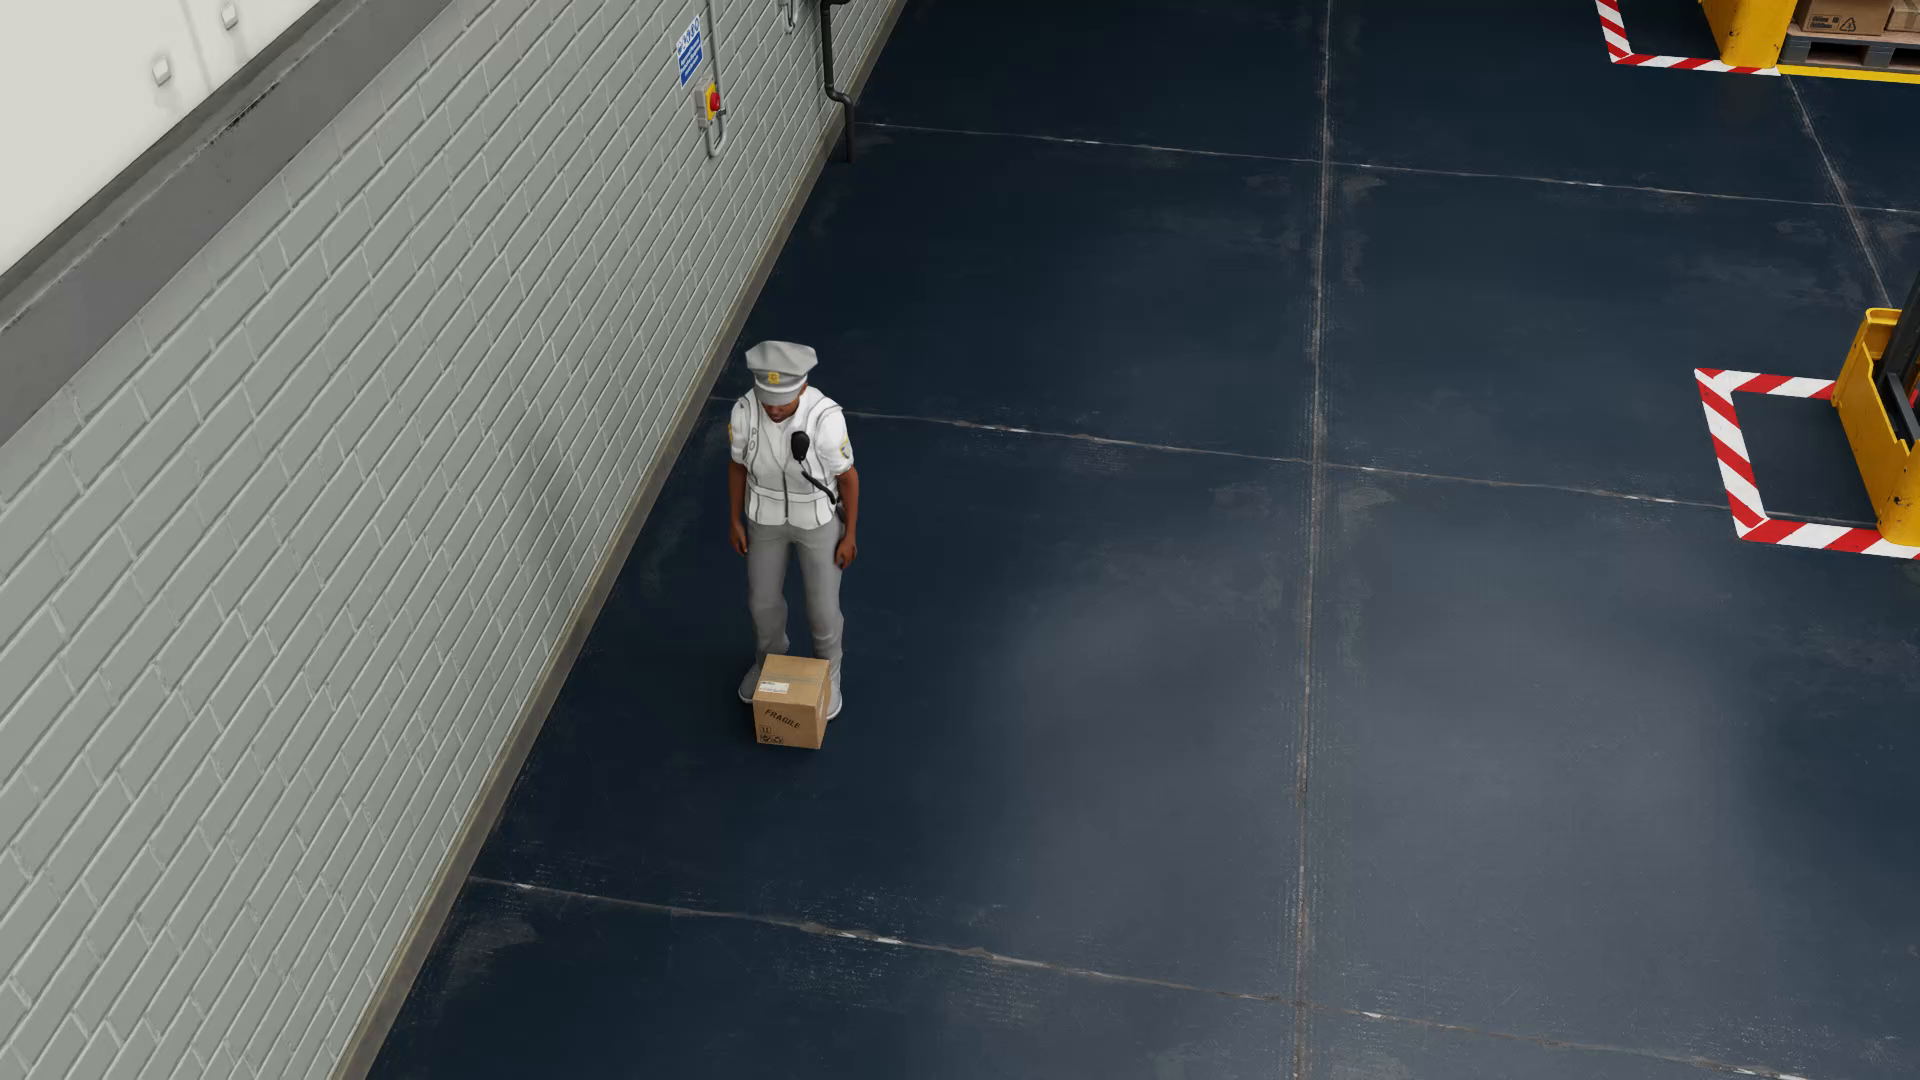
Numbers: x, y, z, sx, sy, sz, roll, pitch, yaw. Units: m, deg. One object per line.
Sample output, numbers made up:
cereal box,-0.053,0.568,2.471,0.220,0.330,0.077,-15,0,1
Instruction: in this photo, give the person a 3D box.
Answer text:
person,-0.626,-0.047,6.212,0.506,1.660,0.415,7,41,8
